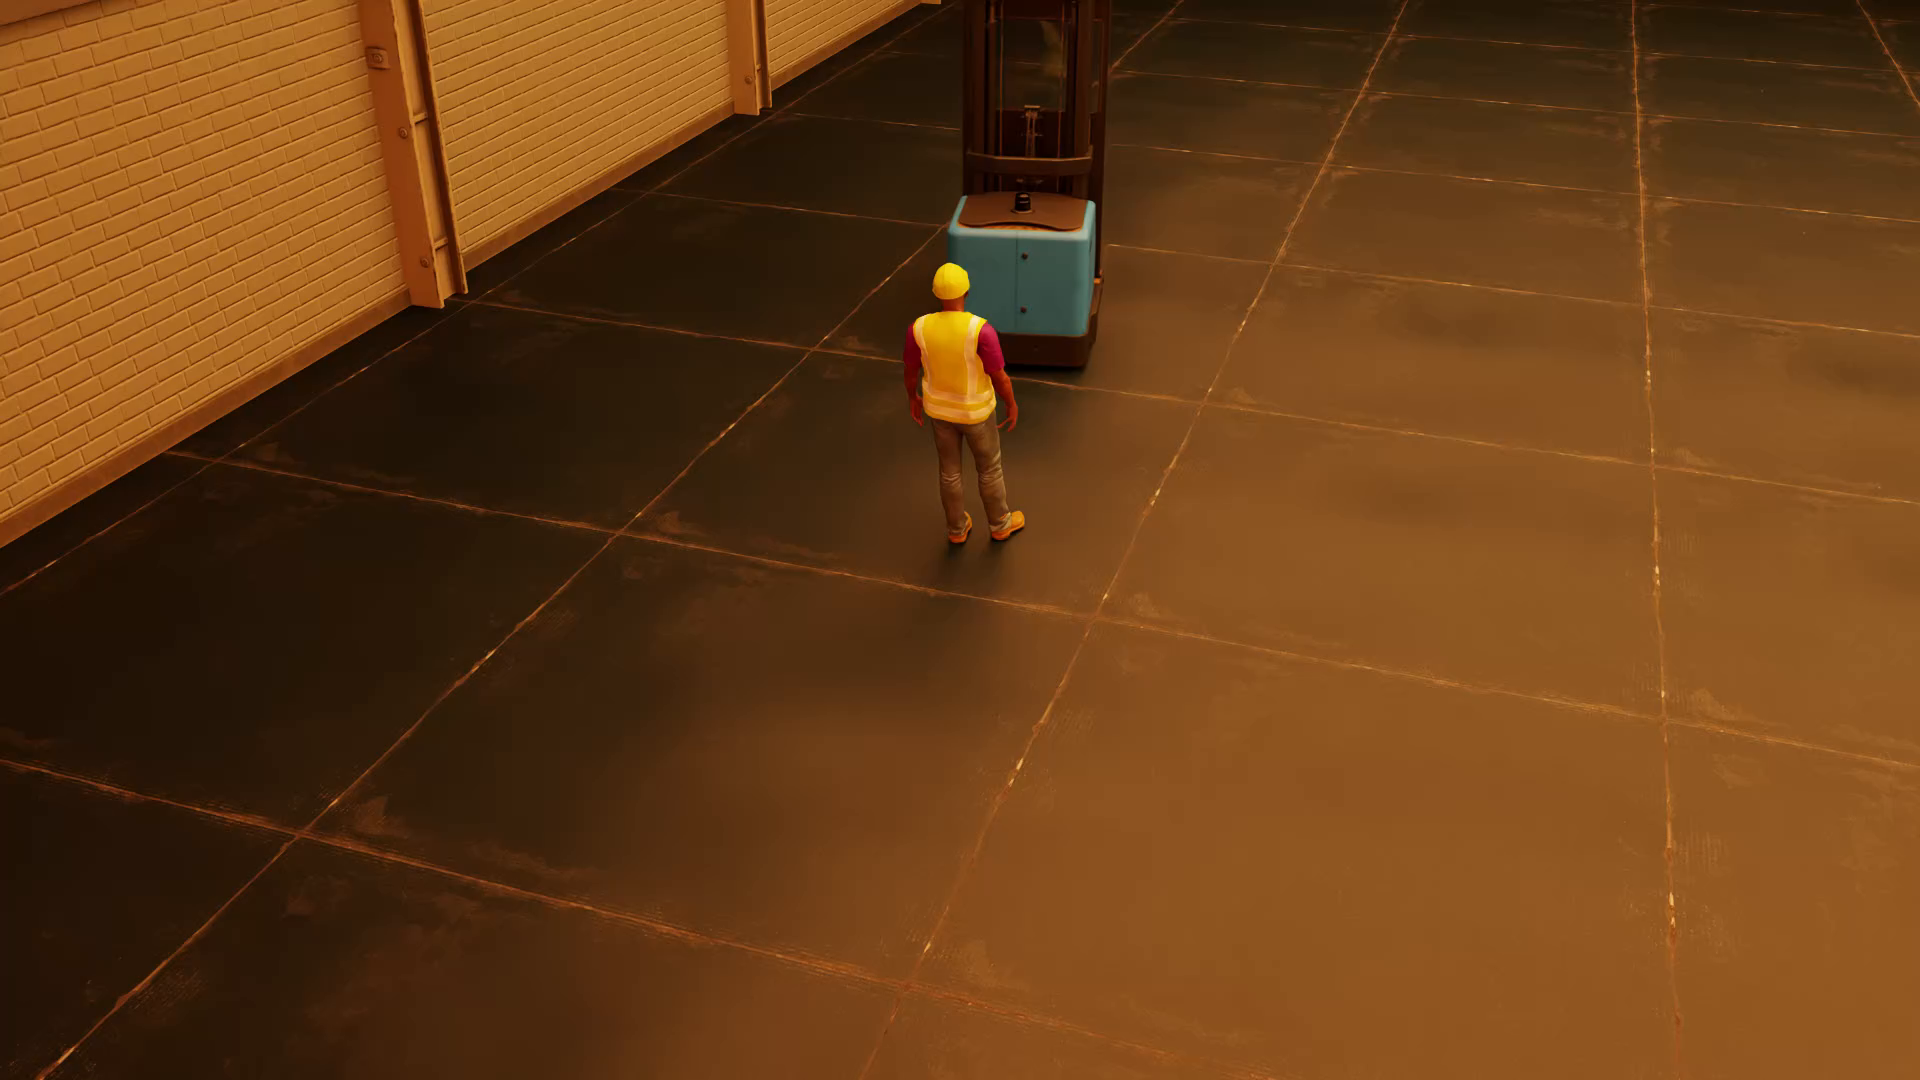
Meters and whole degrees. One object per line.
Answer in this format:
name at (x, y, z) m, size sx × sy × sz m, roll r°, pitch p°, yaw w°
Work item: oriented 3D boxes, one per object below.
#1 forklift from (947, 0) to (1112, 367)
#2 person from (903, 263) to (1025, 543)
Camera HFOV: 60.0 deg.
forklift at (0.595, -3.246, 12.831) m, size 1.130 × 2.935 × 3.031 m, roll 4°, pitch 30°, yaw 6°
person at (0.028, -0.805, 9.711) m, size 0.665 × 1.768 × 0.575 m, roll 10°, pitch 31°, yaw 16°
